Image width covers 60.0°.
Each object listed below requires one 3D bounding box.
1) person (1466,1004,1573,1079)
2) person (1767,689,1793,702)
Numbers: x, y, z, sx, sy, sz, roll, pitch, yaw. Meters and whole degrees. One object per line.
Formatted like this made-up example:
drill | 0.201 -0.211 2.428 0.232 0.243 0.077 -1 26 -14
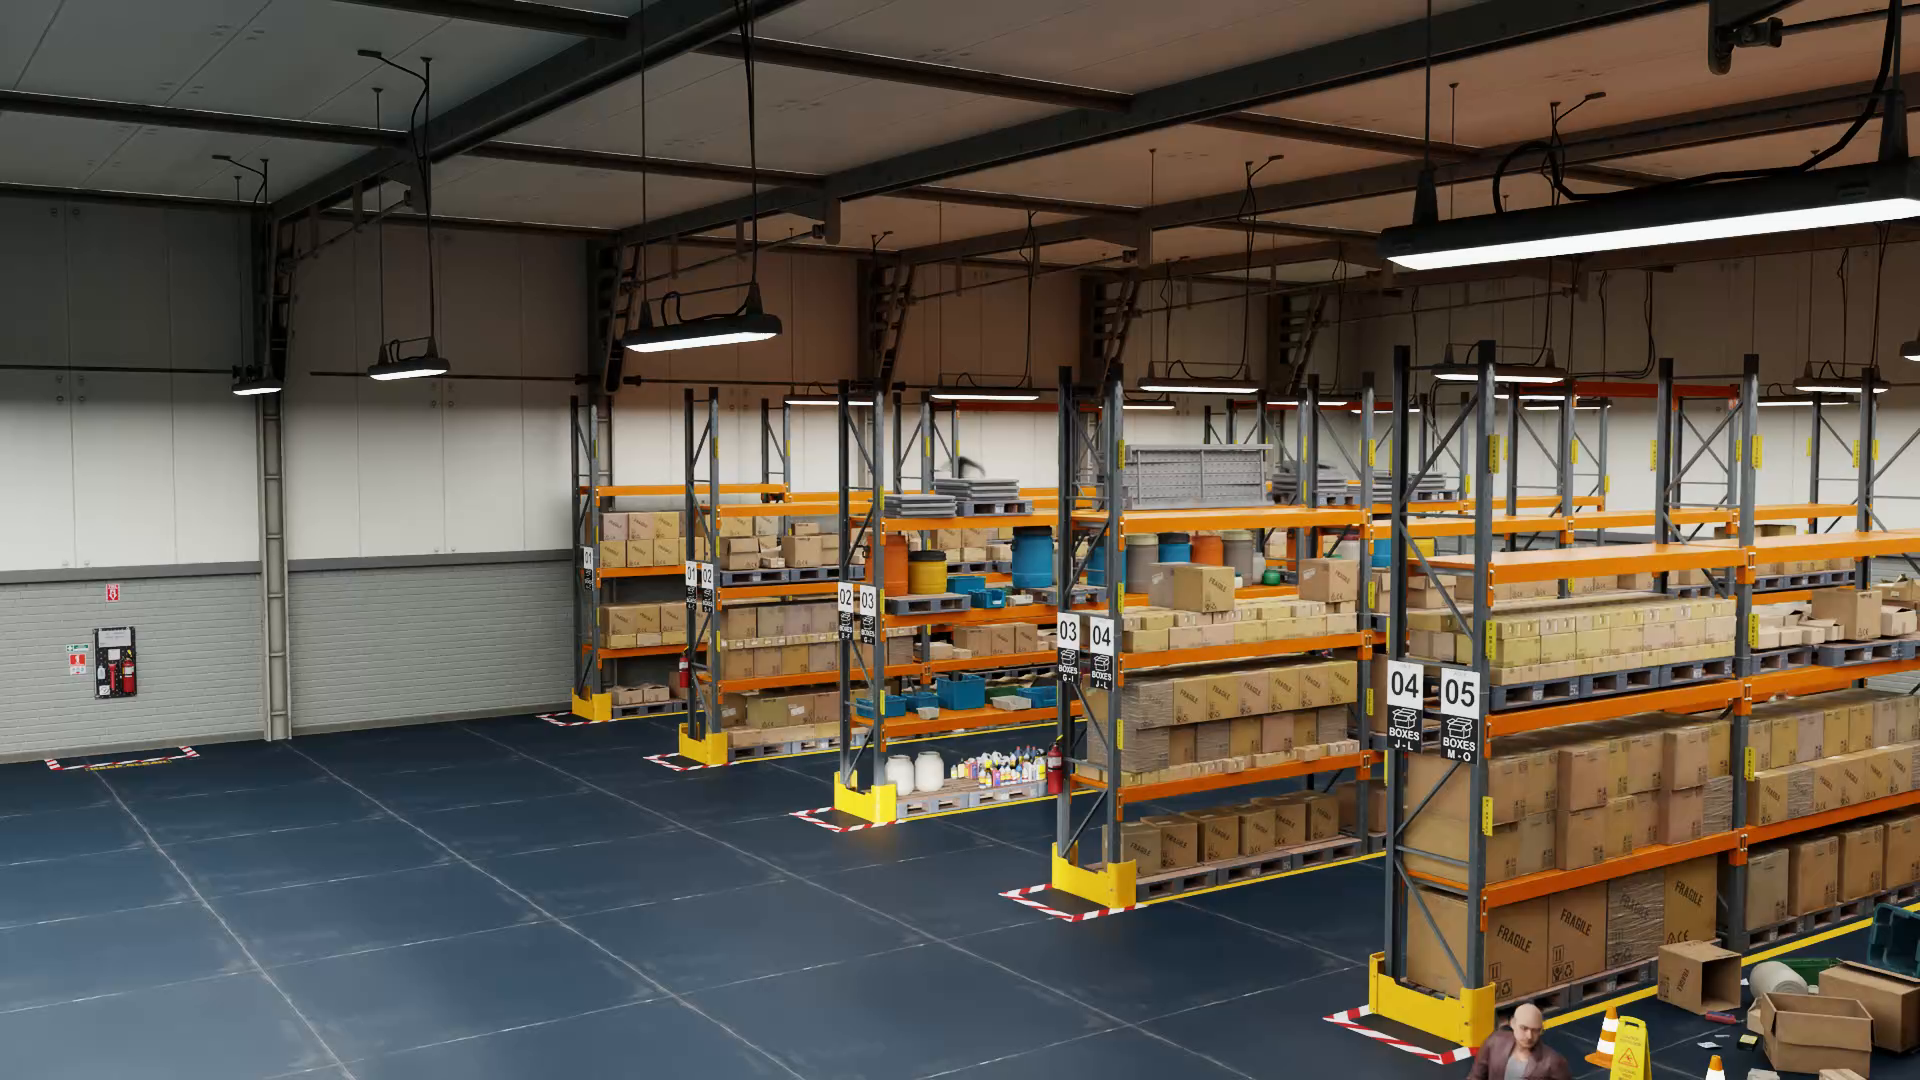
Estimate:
person | 3.483 3.673 10.384 0.791 1.718 0.829 2 4 34
person | 11.919 2.855 24.061 0.623 1.728 0.646 -2 4 -33
